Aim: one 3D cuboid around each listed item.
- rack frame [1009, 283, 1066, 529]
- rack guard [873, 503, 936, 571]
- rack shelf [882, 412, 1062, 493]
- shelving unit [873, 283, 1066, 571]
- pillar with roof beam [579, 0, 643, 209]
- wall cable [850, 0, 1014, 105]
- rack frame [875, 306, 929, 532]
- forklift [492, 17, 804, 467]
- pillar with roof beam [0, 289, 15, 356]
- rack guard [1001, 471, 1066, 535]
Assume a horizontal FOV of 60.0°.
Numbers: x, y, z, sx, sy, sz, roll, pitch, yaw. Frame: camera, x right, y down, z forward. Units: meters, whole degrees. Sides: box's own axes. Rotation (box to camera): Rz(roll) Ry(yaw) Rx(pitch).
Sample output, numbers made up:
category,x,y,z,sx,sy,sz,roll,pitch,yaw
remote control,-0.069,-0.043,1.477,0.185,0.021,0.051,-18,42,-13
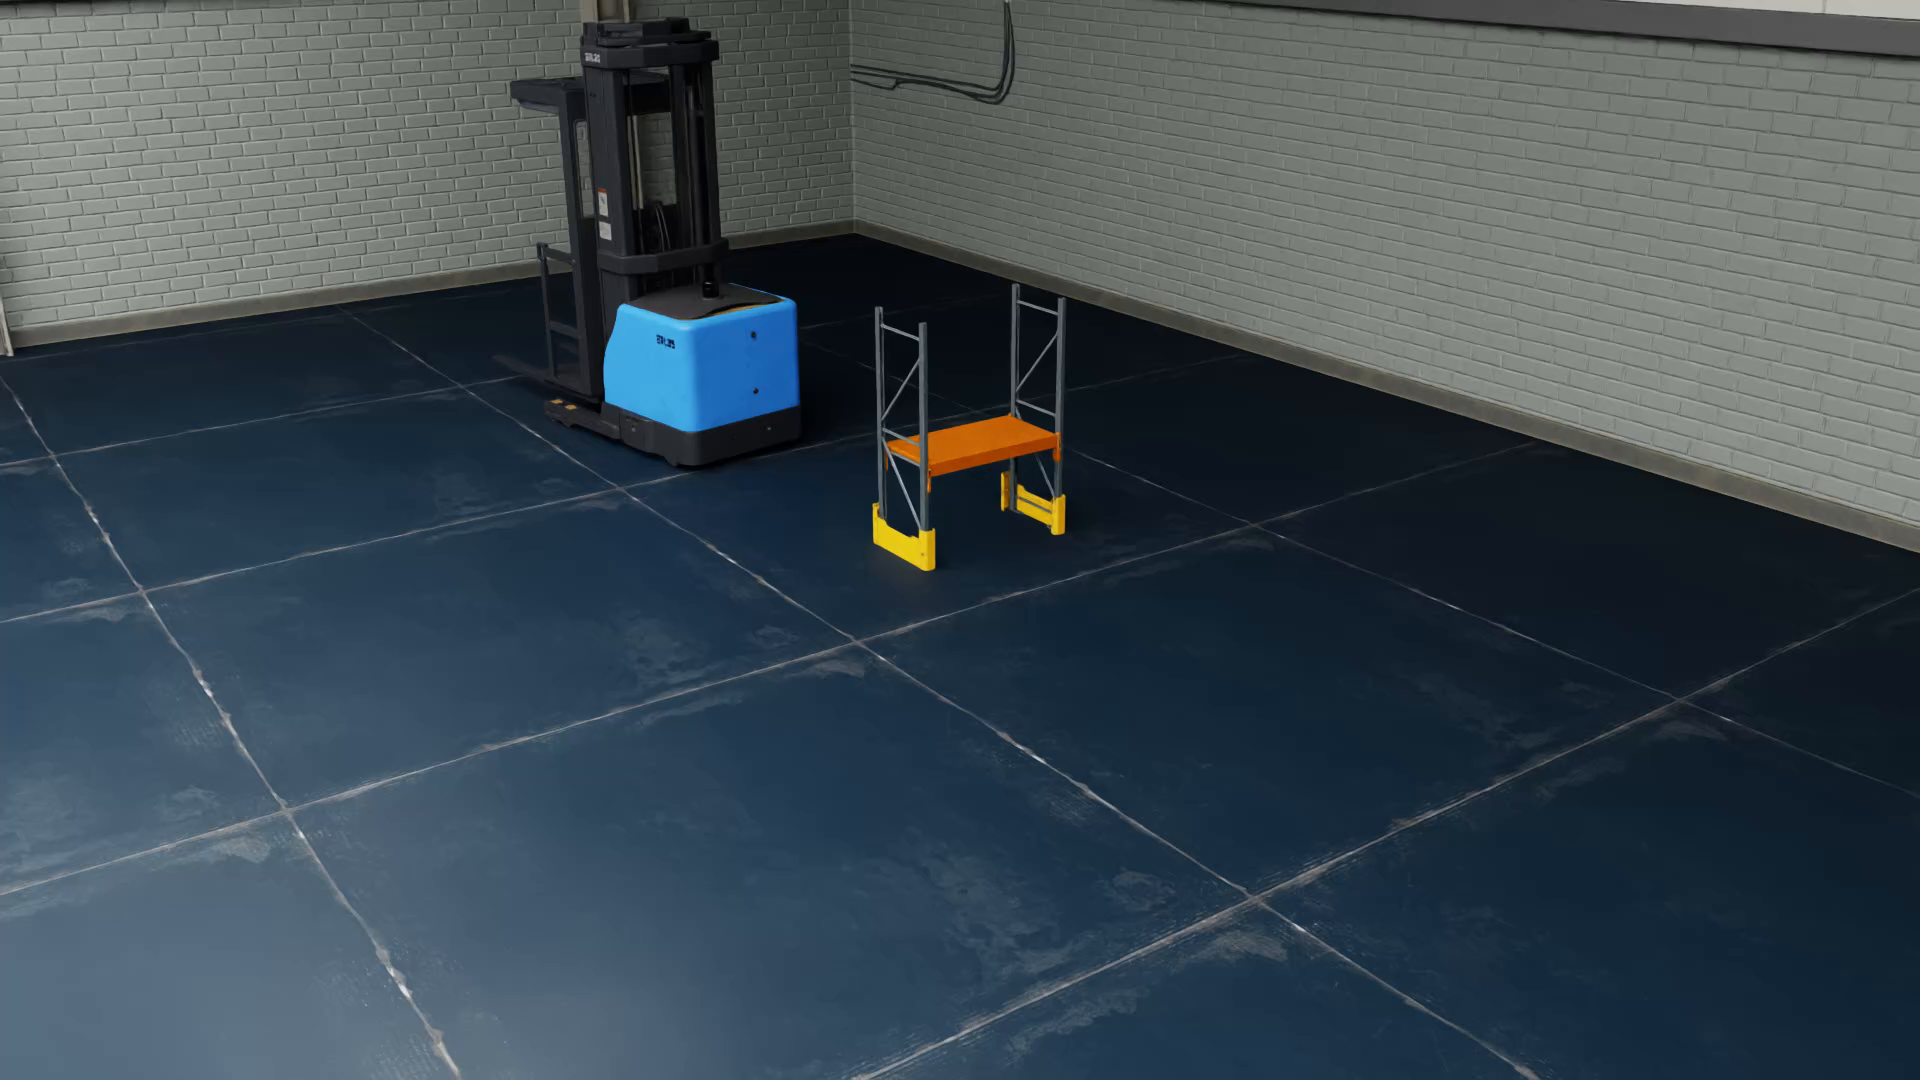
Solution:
category,x,y,z,sx,sy,sz,roll,pitch,yaw
rack frame,0.482,-0.825,10.440,0.032,1.500,0.500,-15,26,-33
rack guard,-0.342,-0.025,10.121,0.087,0.250,0.587,-15,26,-33
rack shelf,0.069,-0.548,10.231,1.000,0.185,0.538,-15,26,-33
shelving unit,0.062,-0.713,10.160,1.083,1.500,0.587,-15,26,-33
pillar with roof beam,-1.052,-5.784,12.749,0.400,9.000,9.100,-15,26,-33
wall cable,-0.403,-5.877,17.172,0.112,2.526,3.097,-15,26,-33
rack frame,-0.343,-0.605,9.889,0.032,1.500,0.500,-15,26,-33
forklift,-2.521,-2.329,12.279,1.130,2.935,3.031,-20,29,-40
pillar with roof beam,-5.923,-4.485,9.495,0.400,9.000,9.100,-15,26,-33
rack guard,0.466,-0.240,10.662,0.087,0.250,0.587,-15,26,-33
